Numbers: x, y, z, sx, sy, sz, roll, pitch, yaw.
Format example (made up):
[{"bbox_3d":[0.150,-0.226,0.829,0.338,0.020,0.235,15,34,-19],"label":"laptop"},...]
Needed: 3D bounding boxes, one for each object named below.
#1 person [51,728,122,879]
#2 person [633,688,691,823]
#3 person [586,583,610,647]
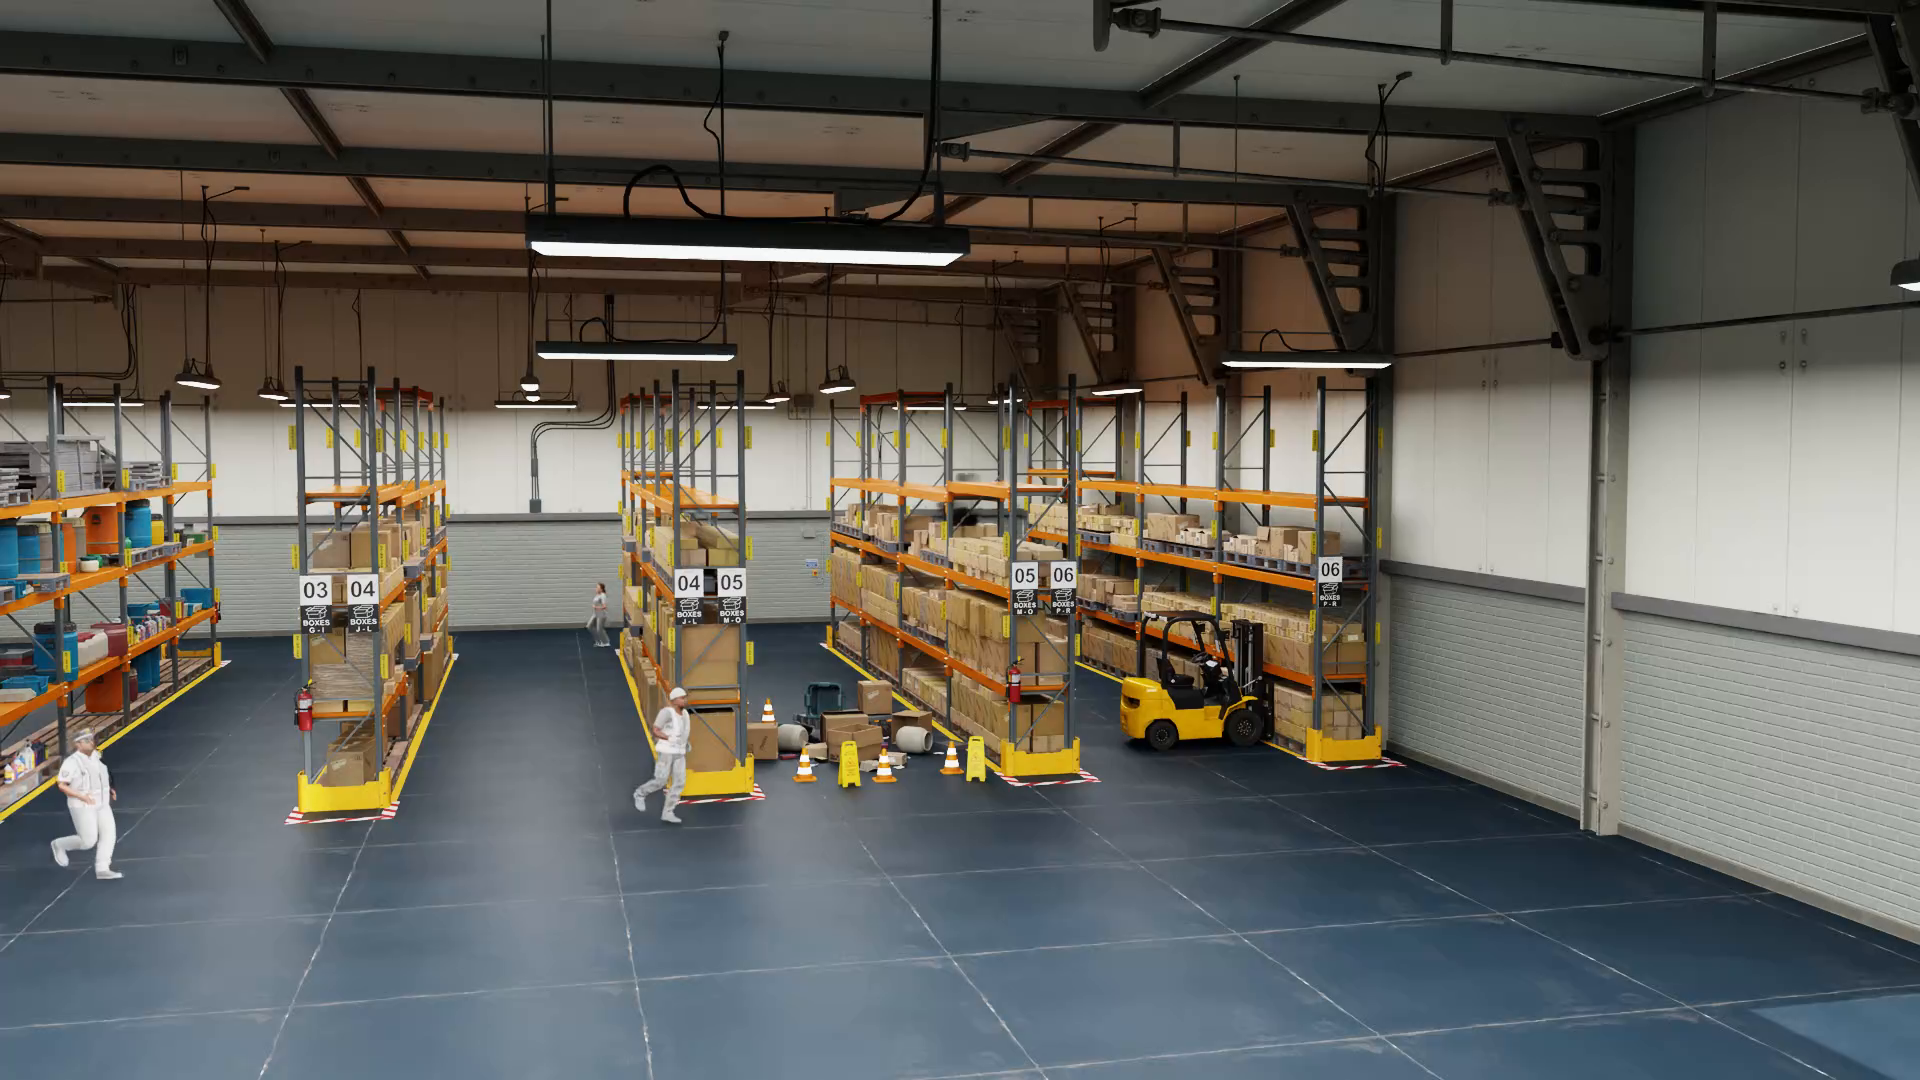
[{"bbox_3d":[-9.951,3.005,19.009,0.835,1.743,0.677,1,4,17],"label":"person"},{"bbox_3d":[-3.855,2.824,22.122,0.860,1.727,0.678,2,4,36],"label":"person"},{"bbox_3d":[-8.670,1.812,40.112,0.600,1.603,0.701,-2,4,-36],"label":"person"}]
